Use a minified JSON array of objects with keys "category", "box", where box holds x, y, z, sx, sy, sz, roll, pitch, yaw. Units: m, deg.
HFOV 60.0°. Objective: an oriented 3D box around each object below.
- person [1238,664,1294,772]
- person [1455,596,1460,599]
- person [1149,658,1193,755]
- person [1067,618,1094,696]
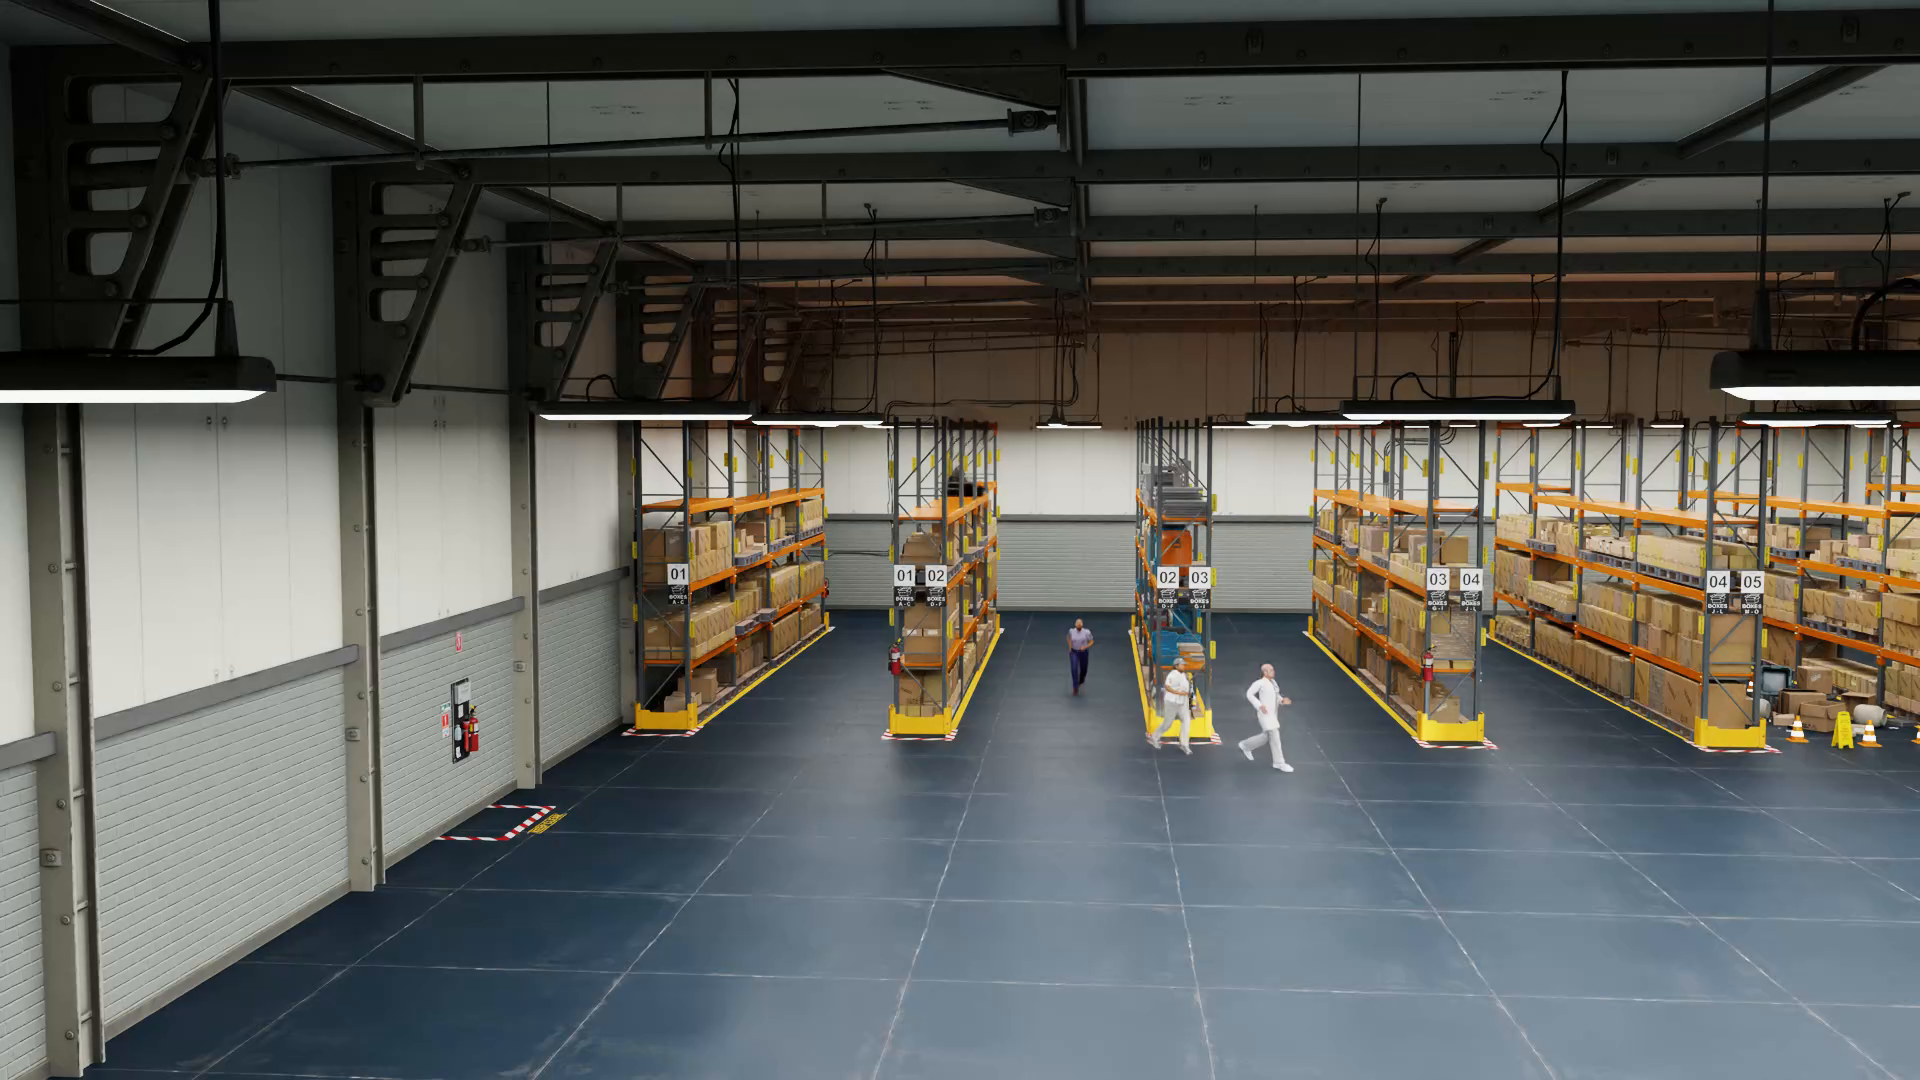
[{"category":"person","box":[5.193,2.993,28.231,1.025,1.787,0.710,2,4,32]},{"category":"person","box":[13.981,1.861,47.237,0.628,1.601,0.696,-1,4,-16]},{"category":"person","box":[3.852,2.951,29.761,0.850,1.692,0.637,3,5,40]},{"category":"person","box":[2.640,2.539,36.459,0.574,1.663,1.094,0,4,2]}]
